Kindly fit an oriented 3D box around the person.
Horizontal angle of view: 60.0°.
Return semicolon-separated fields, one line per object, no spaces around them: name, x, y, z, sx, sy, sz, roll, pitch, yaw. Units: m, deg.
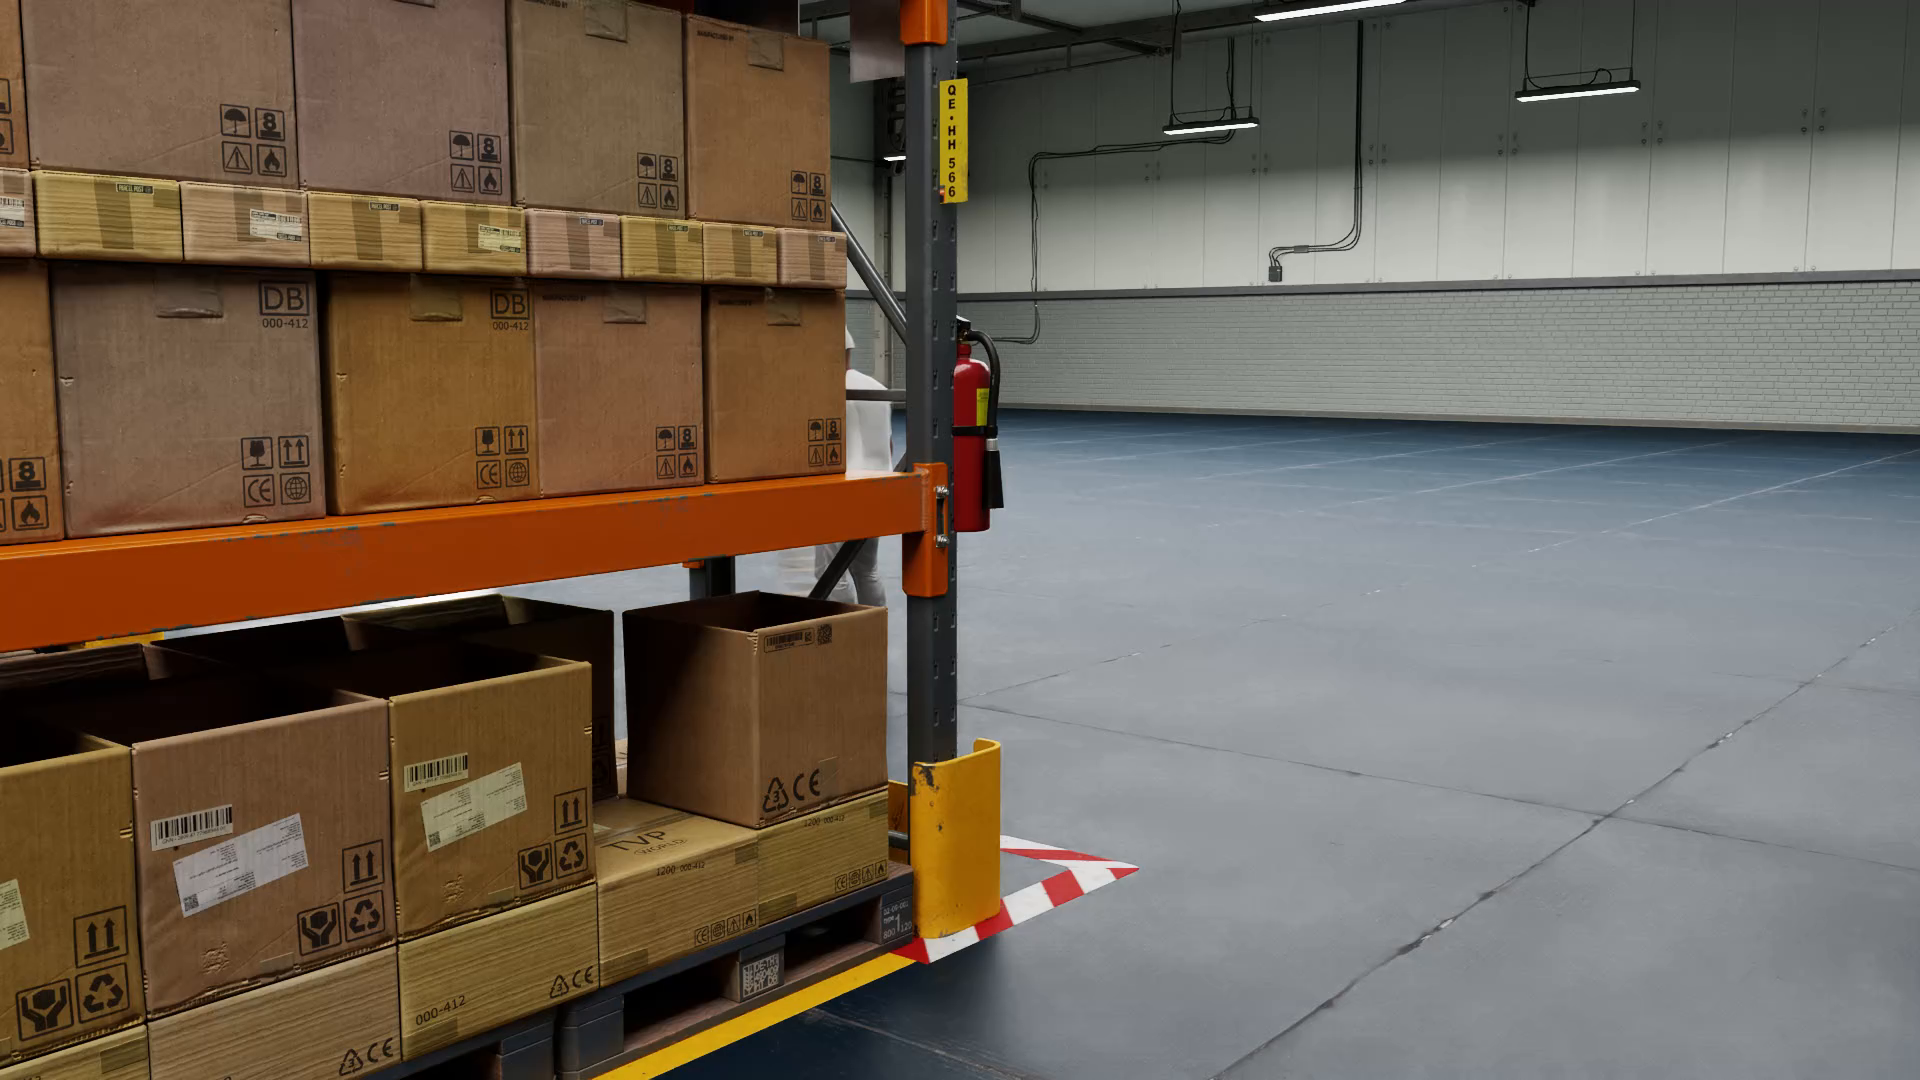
person;-0.589;-0.219;8.556;0.462;1.755;0.623;5;8;36
